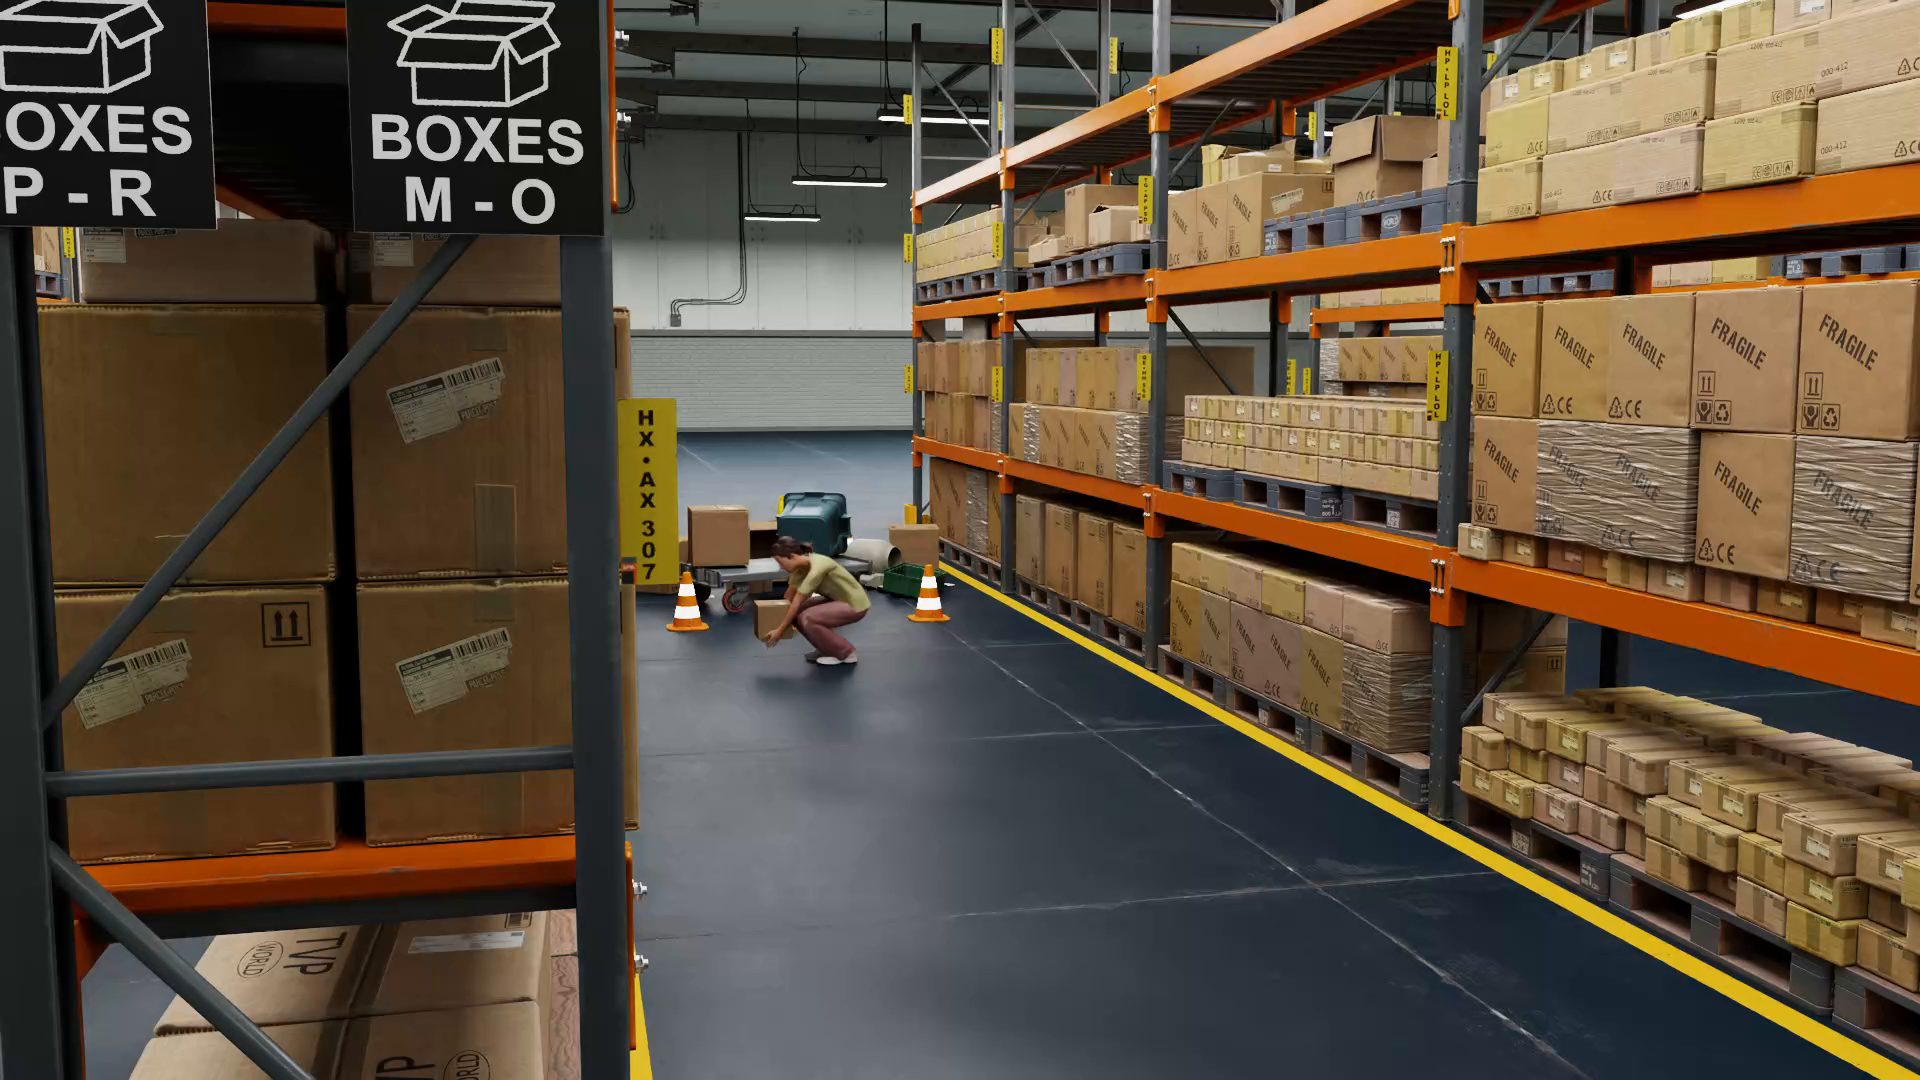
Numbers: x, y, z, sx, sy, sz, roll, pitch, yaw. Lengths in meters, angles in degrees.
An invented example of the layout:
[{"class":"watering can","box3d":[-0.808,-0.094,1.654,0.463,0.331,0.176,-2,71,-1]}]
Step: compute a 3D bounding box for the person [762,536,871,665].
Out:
[{"class":"person","box3d":[-1.050,0.429,12.111,0.796,0.947,0.463,-2,6,-15]}]
